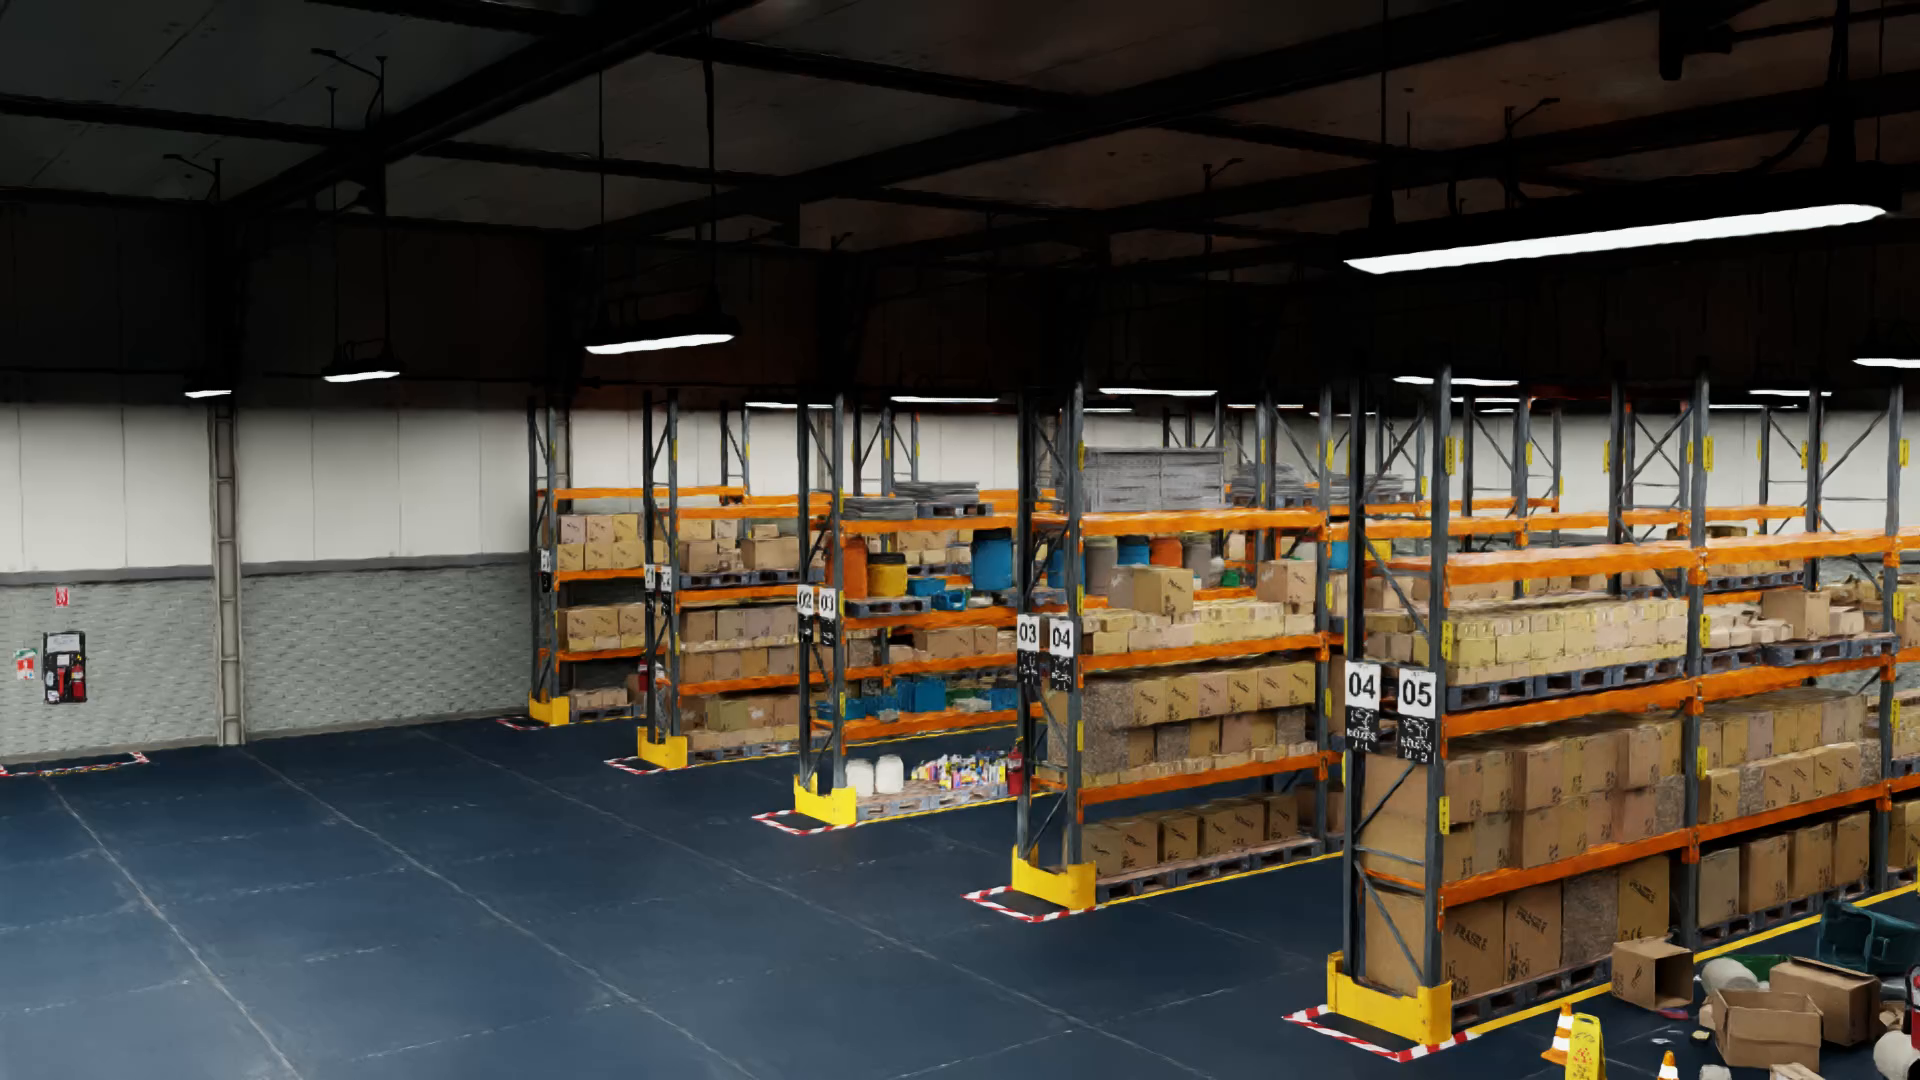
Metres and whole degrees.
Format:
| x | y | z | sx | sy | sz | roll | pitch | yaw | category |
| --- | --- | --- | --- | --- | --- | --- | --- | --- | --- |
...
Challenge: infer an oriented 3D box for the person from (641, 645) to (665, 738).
| x | y | z | sx | sy | sz | roll | pitch | yaw | category |
| --- | --- | --- | --- | --- | --- | --- | --- | --- | --- |
| -5.340 | 2.638 | 29.076 | 0.502 | 1.631 | 0.639 | -3 | 4 | -37 | person |

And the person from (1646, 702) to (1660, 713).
| x | y | z | sx | sy | sz | roll | pitch | yaw | category |
| --- | --- | --- | --- | --- | --- | --- | --- | --- | --- |
| 9.631 | 3.016 | 22.998 | 0.517 | 1.596 | 0.625 | -3 | 4 | -38 | person |
